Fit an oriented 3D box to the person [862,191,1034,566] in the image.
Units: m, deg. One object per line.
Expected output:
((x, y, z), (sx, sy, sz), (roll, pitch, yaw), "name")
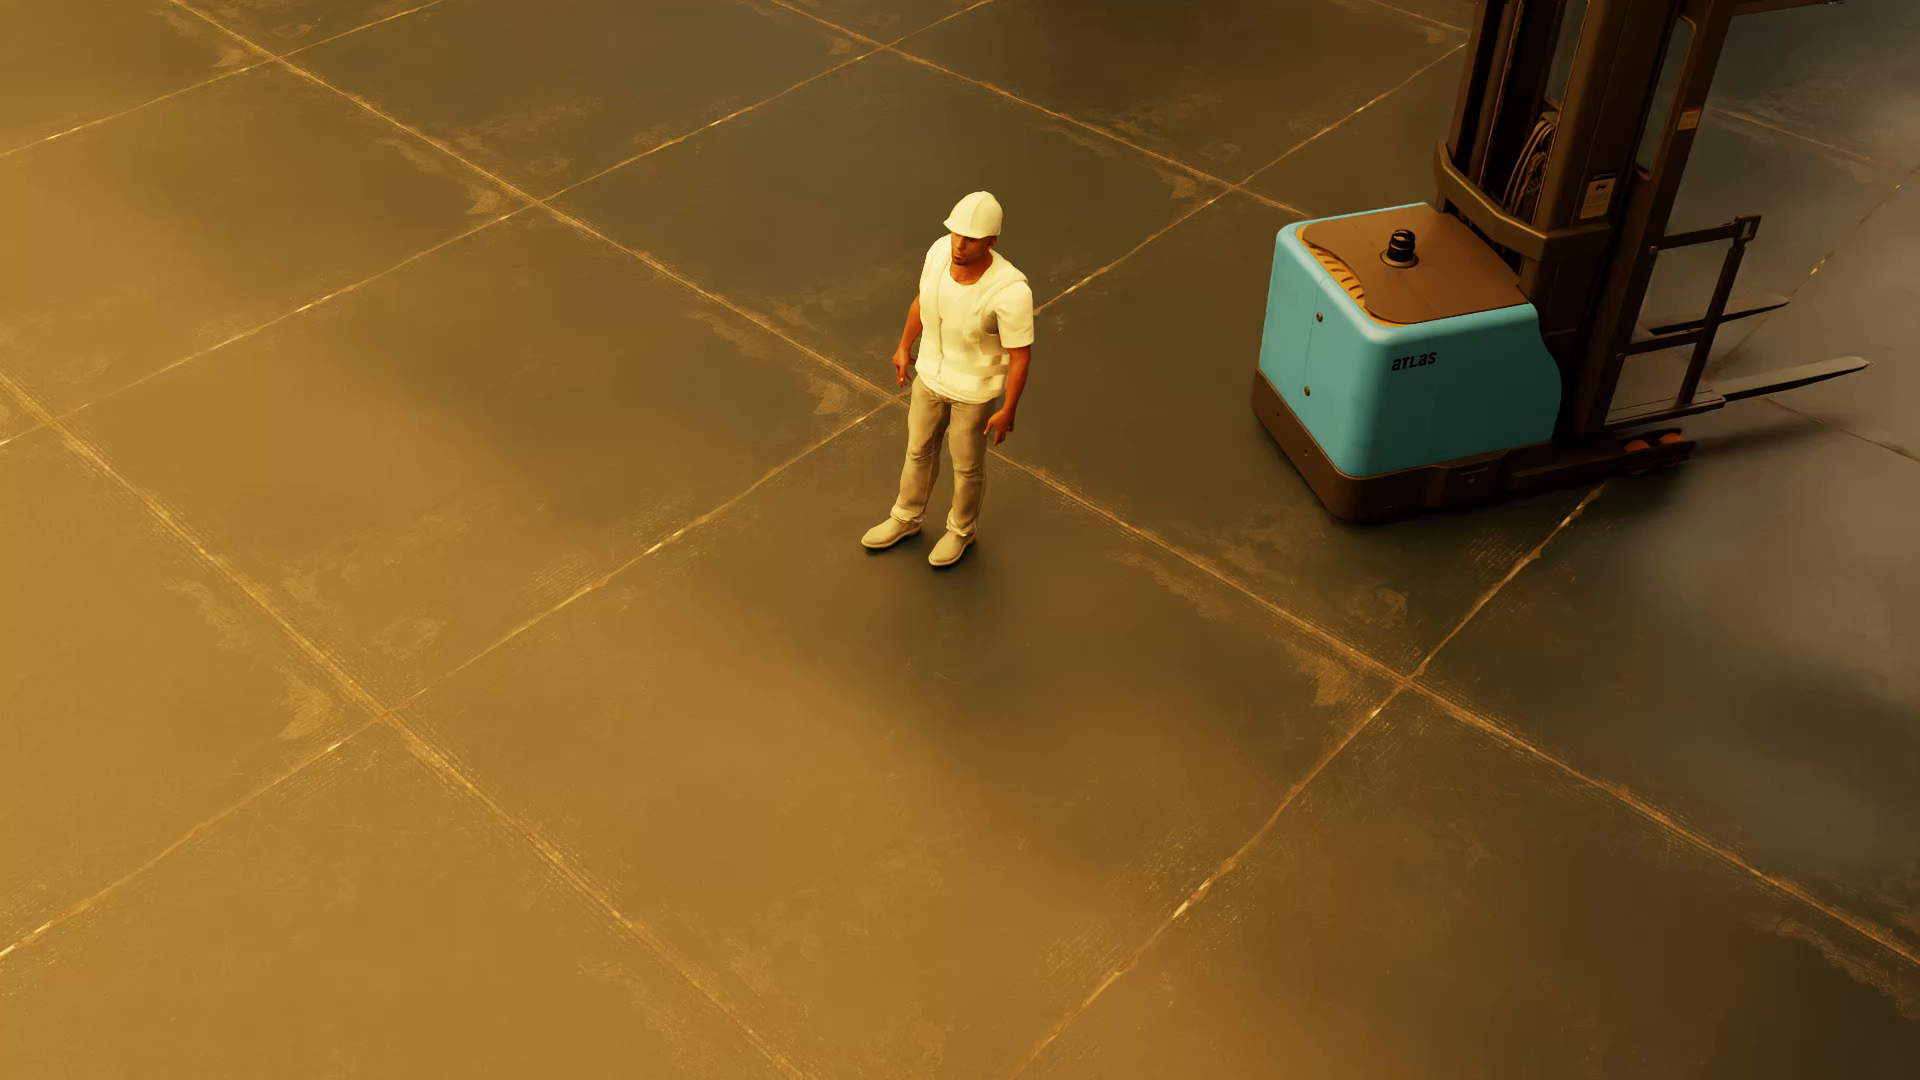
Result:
((-0.051, -0.644, 7.063), (0.666, 1.768, 0.575), (31, 49, 31), "person")

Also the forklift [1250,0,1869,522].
((3.035, -1.748, 7.466), (3.031, 2.935, 1.130), (-11, 42, -13), "forklift")
